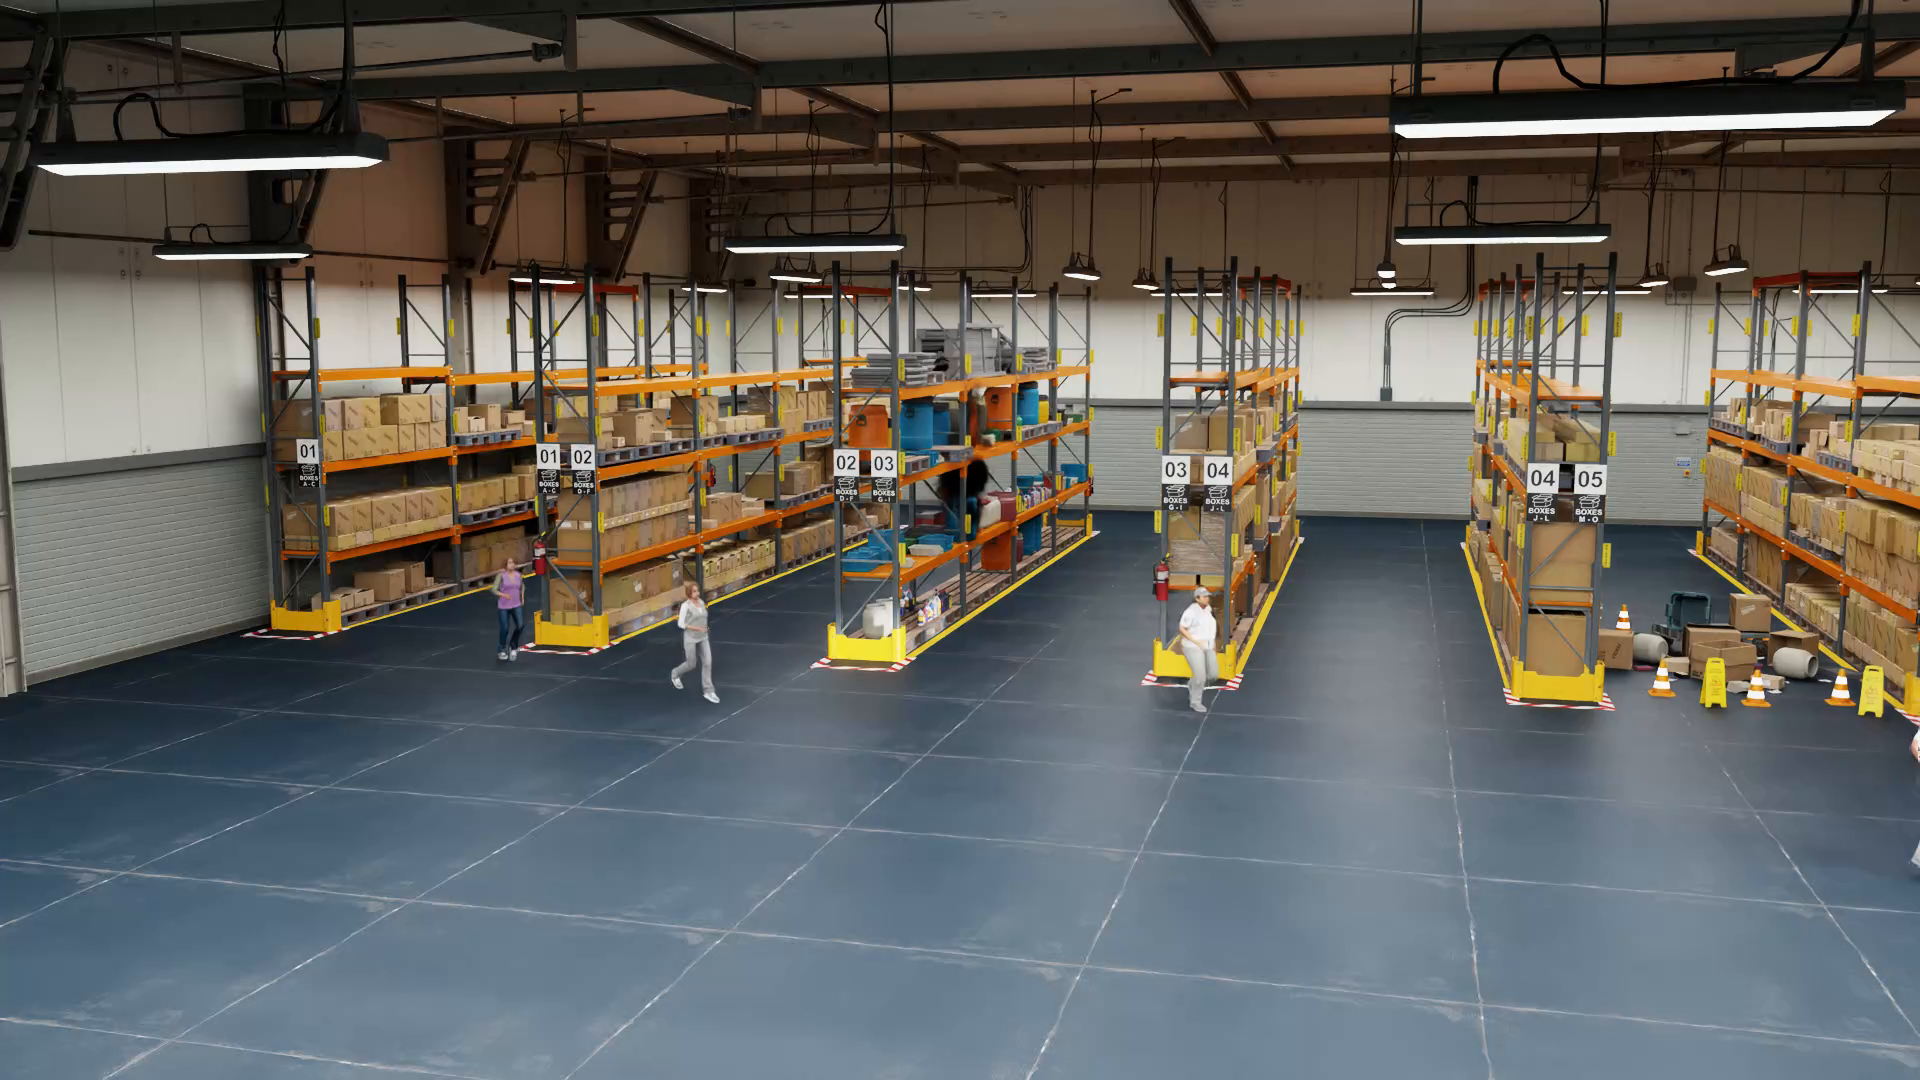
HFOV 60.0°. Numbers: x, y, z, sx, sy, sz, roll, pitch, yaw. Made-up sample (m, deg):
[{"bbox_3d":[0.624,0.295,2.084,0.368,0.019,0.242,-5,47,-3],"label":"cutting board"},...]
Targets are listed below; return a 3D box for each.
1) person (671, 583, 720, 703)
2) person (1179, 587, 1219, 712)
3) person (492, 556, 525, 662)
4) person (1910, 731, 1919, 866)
[{"bbox_3d":[-3.588,1.367,22.510,0.900,1.591,0.554,7,10,42],"label":"person"},{"bbox_3d":[3.137,1.427,21.945,0.627,1.634,0.552,-6,9,-38],"label":"person"},{"bbox_3d":[-6.777,1.037,25.098,0.548,1.586,0.555,-5,9,-32],"label":"person"},{"bbox_3d":[8.983,2.246,14.981,0.637,1.844,0.725,-6,9,-37],"label":"person"}]
